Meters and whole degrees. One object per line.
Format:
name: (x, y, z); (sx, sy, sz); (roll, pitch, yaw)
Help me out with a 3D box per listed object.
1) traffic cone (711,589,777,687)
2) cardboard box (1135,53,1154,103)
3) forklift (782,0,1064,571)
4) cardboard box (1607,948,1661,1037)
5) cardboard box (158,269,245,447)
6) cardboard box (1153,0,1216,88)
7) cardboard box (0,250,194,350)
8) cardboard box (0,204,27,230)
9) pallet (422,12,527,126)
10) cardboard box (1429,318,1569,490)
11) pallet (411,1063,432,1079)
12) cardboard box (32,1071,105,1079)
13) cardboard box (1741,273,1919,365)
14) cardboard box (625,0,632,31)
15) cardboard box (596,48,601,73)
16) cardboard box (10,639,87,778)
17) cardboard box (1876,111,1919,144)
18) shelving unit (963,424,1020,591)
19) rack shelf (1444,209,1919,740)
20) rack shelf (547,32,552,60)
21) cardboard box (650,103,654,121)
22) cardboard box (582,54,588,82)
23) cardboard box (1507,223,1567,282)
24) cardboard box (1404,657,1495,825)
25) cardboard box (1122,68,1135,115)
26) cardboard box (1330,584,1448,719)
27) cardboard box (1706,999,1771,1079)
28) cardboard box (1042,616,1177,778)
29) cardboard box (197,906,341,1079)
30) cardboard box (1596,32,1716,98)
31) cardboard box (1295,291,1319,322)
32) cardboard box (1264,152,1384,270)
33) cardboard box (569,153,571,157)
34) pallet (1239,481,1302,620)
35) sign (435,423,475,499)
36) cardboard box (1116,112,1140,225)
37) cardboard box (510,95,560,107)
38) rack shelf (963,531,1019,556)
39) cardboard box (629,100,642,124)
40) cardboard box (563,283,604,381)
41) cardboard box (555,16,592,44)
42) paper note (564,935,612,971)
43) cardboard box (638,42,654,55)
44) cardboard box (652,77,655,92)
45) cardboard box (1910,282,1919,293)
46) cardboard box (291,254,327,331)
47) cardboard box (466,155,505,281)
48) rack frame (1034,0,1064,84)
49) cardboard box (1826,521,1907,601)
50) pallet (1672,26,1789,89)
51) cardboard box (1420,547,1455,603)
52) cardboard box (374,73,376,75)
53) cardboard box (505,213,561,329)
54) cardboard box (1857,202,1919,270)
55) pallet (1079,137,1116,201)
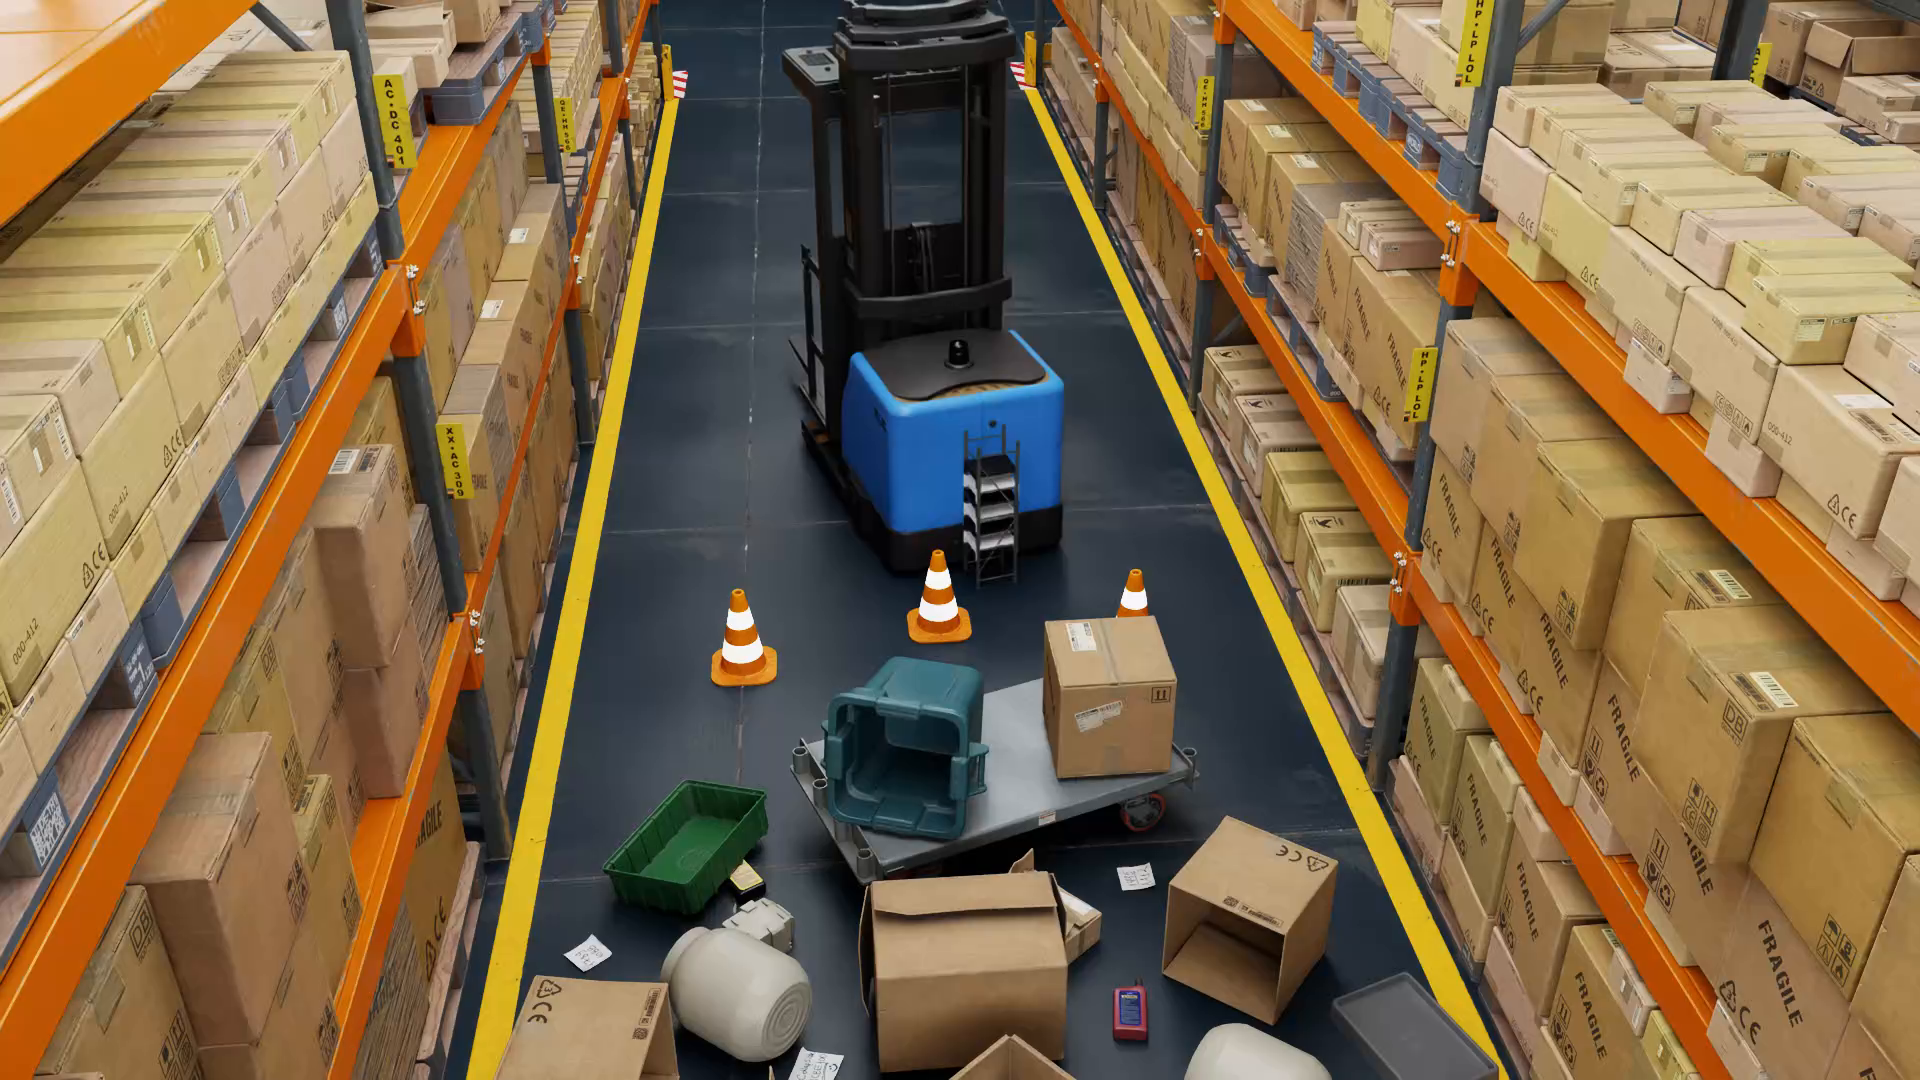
traffic cone: (-1.121, 0.462, 8.525); (0.336, 0.463, 0.334); (-3, 31, -5)
cardboard box: (1.580, -3.373, 12.131); (0.500, 0.250, 0.500); (-4, 31, -6)
forklift: (-0.381, -1.831, 9.957); (1.130, 2.935, 3.031); (-10, 32, -17)
cardboard box: (2.315, 1.440, 5.323); (0.380, 0.149, 0.250); (-1, 31, -2)
cardboard box: (-2.057, -0.433, 3.975); (0.500, 0.250, 0.500); (-3, 31, -5)
cardboard box: (1.642, -3.440, 11.511); (0.500, 0.500, 0.500); (-3, 31, -5)
cardboard box: (-1.981, -0.538, 3.761); (0.380, 0.149, 0.250); (-2, 31, -4)
cardboard box: (-2.706, -0.893, 4.355); (0.380, 0.149, 0.250); (-2, 31, -4)
pallet: (-2.652, -2.222, 7.803); (1.003, 0.211, 1.213); (-1, 31, -2)
cardboard box: (2.245, -0.523, 6.338); (0.700, 0.500, 0.500); (-3, 31, -5)
pallet: (-2.389, 2.344, 5.620); (1.003, 0.211, 1.213); (-3, 31, -5)
cardboard box: (-2.121, 1.453, 3.193); (0.875, 0.550, 0.550); (-3, 31, -5)
cardboard box: (2.292, -0.578, 4.335); (0.380, 0.149, 0.250); (-2, 31, -3)
cardboard box: (-3.095, -4.642, 14.209); (0.500, 0.500, 0.500); (-3, 31, -5)
cardboard box: (-2.987, -3.701, 12.856); (0.380, 0.149, 0.250); (-3, 31, -4)
cardboard box: (-1.885, 0.321, 3.100); (0.380, 0.149, 0.250); (-3, 31, -4)
cardboard box: (6.545, -2.830, 11.398); (0.380, 0.149, 0.250); (-2, 31, -4)
shelving unit: (0.170, -0.175, 9.165); (0.258, 0.900, 0.210); (-10, 32, -17)
rack shelf: (2.607, -0.116, 4.796); (1.077, 0.370, 4.000); (-3, 31, -5)
rack shelf: (-3.059, -3.912, 11.151); (1.077, 0.370, 4.000); (-3, 31, -5)
cardboard box: (-3.177, -4.176, 16.187); (0.380, 0.149, 0.250); (-4, 31, -7)
cardboard box: (-2.914, -3.427, 12.108); (0.380, 0.149, 0.250); (-4, 31, -7)
cardboard box: (2.171, -1.031, 5.871); (0.380, 0.149, 0.250); (-3, 31, -5)
cardboard box: (2.206, 0.834, 6.969); (0.500, 0.500, 0.500); (-1, 31, -2)
cardboard box: (1.533, -3.415, 12.688); (0.500, 0.250, 0.500); (-3, 31, -5)
cardboard box: (2.369, 0.522, 8.105); (0.950, 0.372, 0.625); (-2, 31, -4)
cardboard box: (2.355, 1.425, 4.684); (0.380, 0.149, 0.250); (-2, 31, -4)
cardboard box: (0.651, 0.690, 7.369); (0.500, 0.500, 0.500); (-3, 31, -5)
cardboard box: (-2.205, 1.349, 4.420); (0.875, 0.550, 0.550); (-3, 31, -5)
cardboard box: (2.765, -1.880, 6.783); (0.500, 0.250, 0.500); (-4, 31, -6)
cardboard box: (1.994, -1.271, 8.788); (0.380, 0.149, 0.250); (-2, 31, -3)
cardboard box: (1.970, -1.774, 8.998); (0.500, 0.500, 0.500); (-2, 31, -4)
cardboard box: (-2.791, -2.635, 11.072); (0.380, 0.149, 0.250); (-1, 31, -2)
pallet: (2.229, 0.017, 9.516); (1.003, 0.211, 1.213); (-3, 31, -5)
sign: (-1.946, -0.303, 6.410); (0.100, 0.325, 0.005); (-3, 31, -5)
cardboard box: (1.810, -3.198, 13.842); (0.875, 0.875, 0.875); (-2, 31, -3)
cardboard box: (-2.769, -2.748, 10.680); (0.380, 0.149, 0.250); (-3, 31, -5)
rack shelf: (0.170, 0.008, 9.275); (0.258, 0.077, 0.200); (-10, 32, -17)
cardboard box: (-3.101, -3.888, 15.124); (0.380, 0.149, 0.250); (-2, 31, -4)
cardboard box: (-2.685, -1.392, 11.184); (0.500, 0.500, 0.500); (-4, 31, -7)
cardboard box: (-2.966, -3.817, 12.471); (0.380, 0.149, 0.250); (-4, 31, -6)
paper note: (-1.534, 1.705, 6.866); (0.142, 0.020, 0.147); (27, 40, 37)
cardboard box: (-3.318, -4.950, 16.903); (0.380, 0.149, 0.250); (-2, 31, -4)
cardboard box: (-3.236, -4.559, 16.539); (0.380, 0.149, 0.250); (-4, 31, -7)
cardboard box: (2.873, -0.520, 4.626); (0.500, 0.250, 0.500); (-2, 31, -4)
cardboard box: (-2.073, -0.711, 4.828); (0.380, 0.149, 0.250); (-3, 31, -4)
cardboard box: (-2.742, -1.635, 8.489); (0.700, 0.500, 0.500); (-3, 31, -5)
rack frame: (1.299, -6.285, 17.347); (1.000, 3.000, 0.127); (-3, 31, -5)
cardboard box: (2.407, 0.015, 4.120); (0.380, 0.149, 0.250); (-3, 31, -5)
pallet: (6.580, -3.987, 13.687); (1.003, 0.211, 1.213); (-3, 31, -5)
cardboard box: (2.130, 0.126, 6.860); (0.380, 0.149, 0.250); (-3, 31, -5)
cardboard box: (-2.307, -1.643, 6.275); (0.258, 0.266, 0.396); (-3, 31, -5)
cardboard box: (-2.518, -1.483, 9.210); (0.500, 0.500, 0.500); (-3, 31, -5)
cardboard box: (2.855, -0.870, 4.824); (0.380, 0.149, 0.250); (-2, 31, -4)
pallet: (1.679, -3.438, 15.300); (1.003, 0.211, 1.213); (-3, 31, -5)
